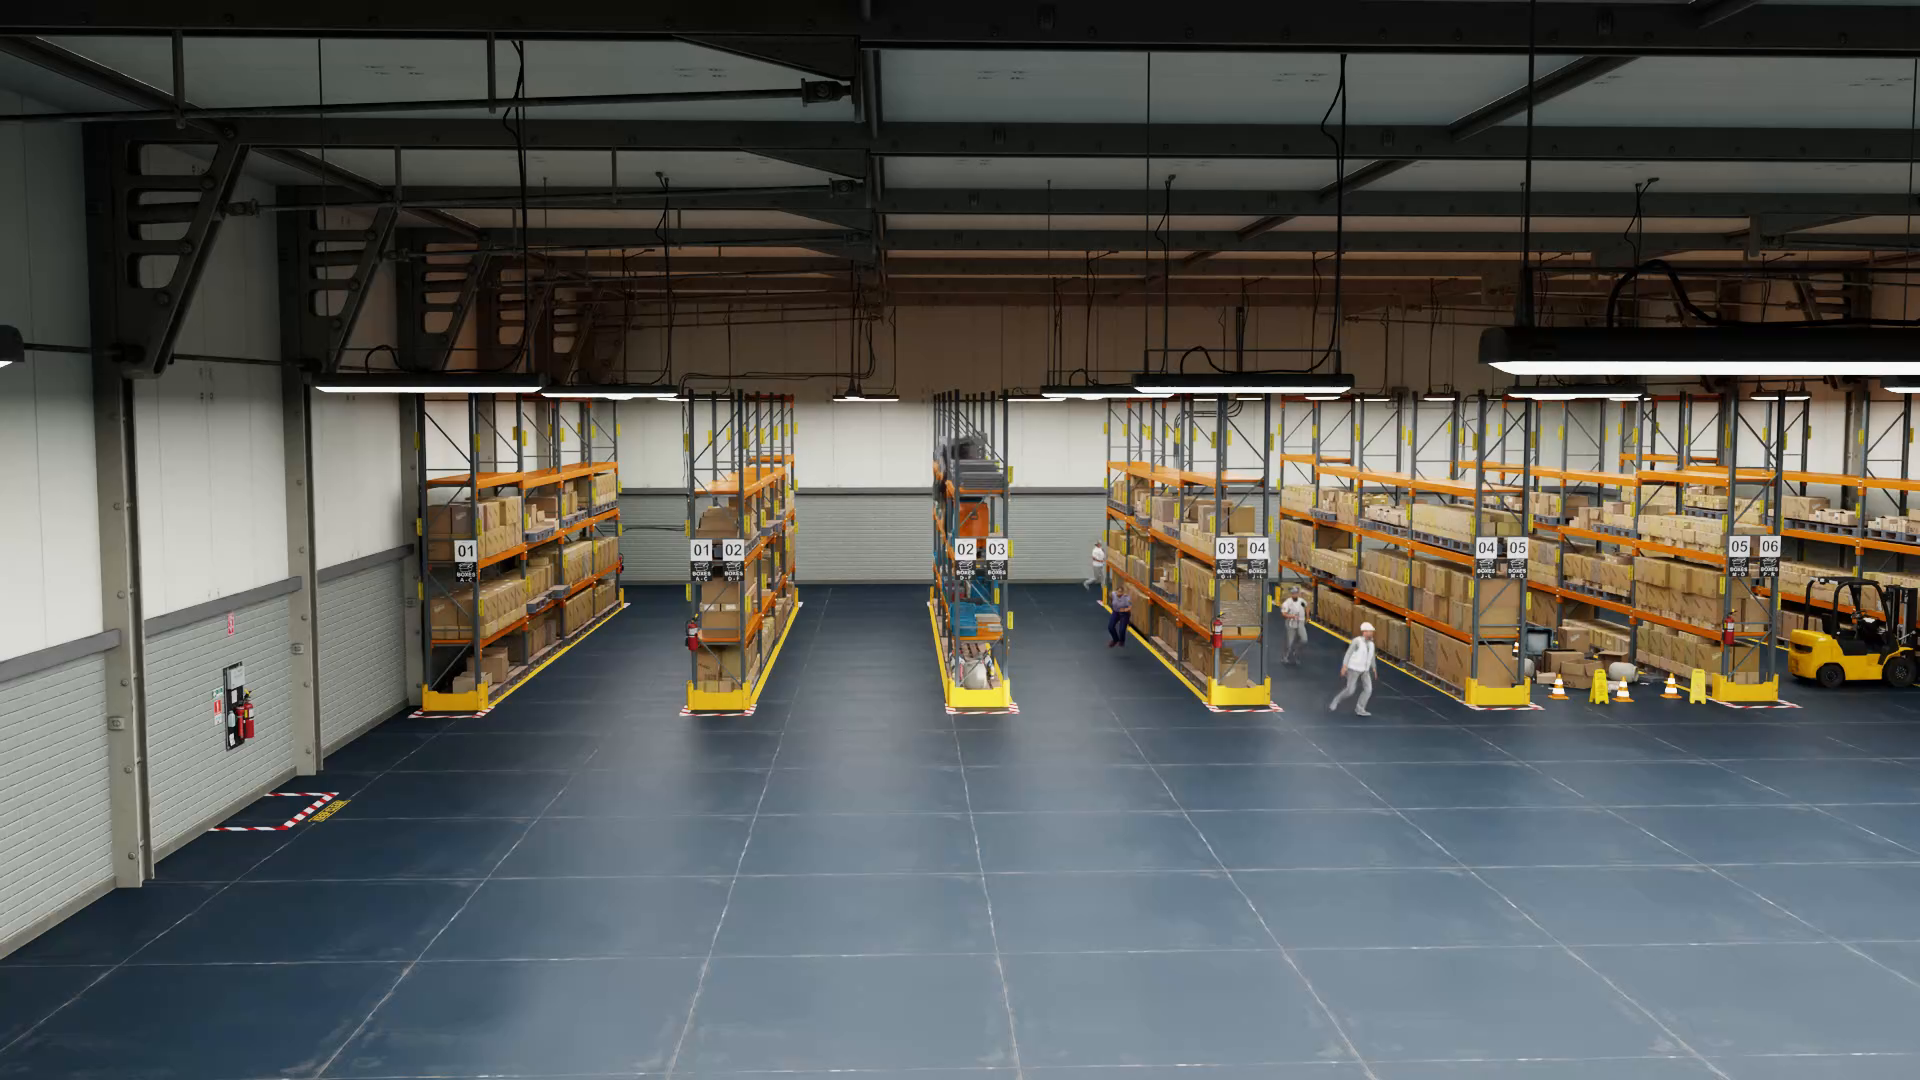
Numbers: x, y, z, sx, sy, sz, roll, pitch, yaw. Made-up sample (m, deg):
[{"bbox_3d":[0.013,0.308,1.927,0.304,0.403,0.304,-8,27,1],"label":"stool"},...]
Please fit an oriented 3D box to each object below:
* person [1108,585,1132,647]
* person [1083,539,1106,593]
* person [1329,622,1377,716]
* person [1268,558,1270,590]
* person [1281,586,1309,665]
[{"bbox_3d":[3.570,1.718,37.194,0.661,1.466,0.919,2,5,23],"label":"person"},{"bbox_3d":[4.151,0.800,50.190,0.899,1.699,0.605,3,5,29],"label":"person"},{"bbox_3d":[7.274,2.360,30.689,0.725,1.719,0.736,-3,6,-36],"label":"person"},{"bbox_3d":[8.895,0.907,49.007,0.688,1.701,0.625,-4,6,-43],"label":"person"},{"bbox_3d":[7.354,1.870,36.382,0.700,1.756,0.844,-1,5,-10],"label":"person"}]
